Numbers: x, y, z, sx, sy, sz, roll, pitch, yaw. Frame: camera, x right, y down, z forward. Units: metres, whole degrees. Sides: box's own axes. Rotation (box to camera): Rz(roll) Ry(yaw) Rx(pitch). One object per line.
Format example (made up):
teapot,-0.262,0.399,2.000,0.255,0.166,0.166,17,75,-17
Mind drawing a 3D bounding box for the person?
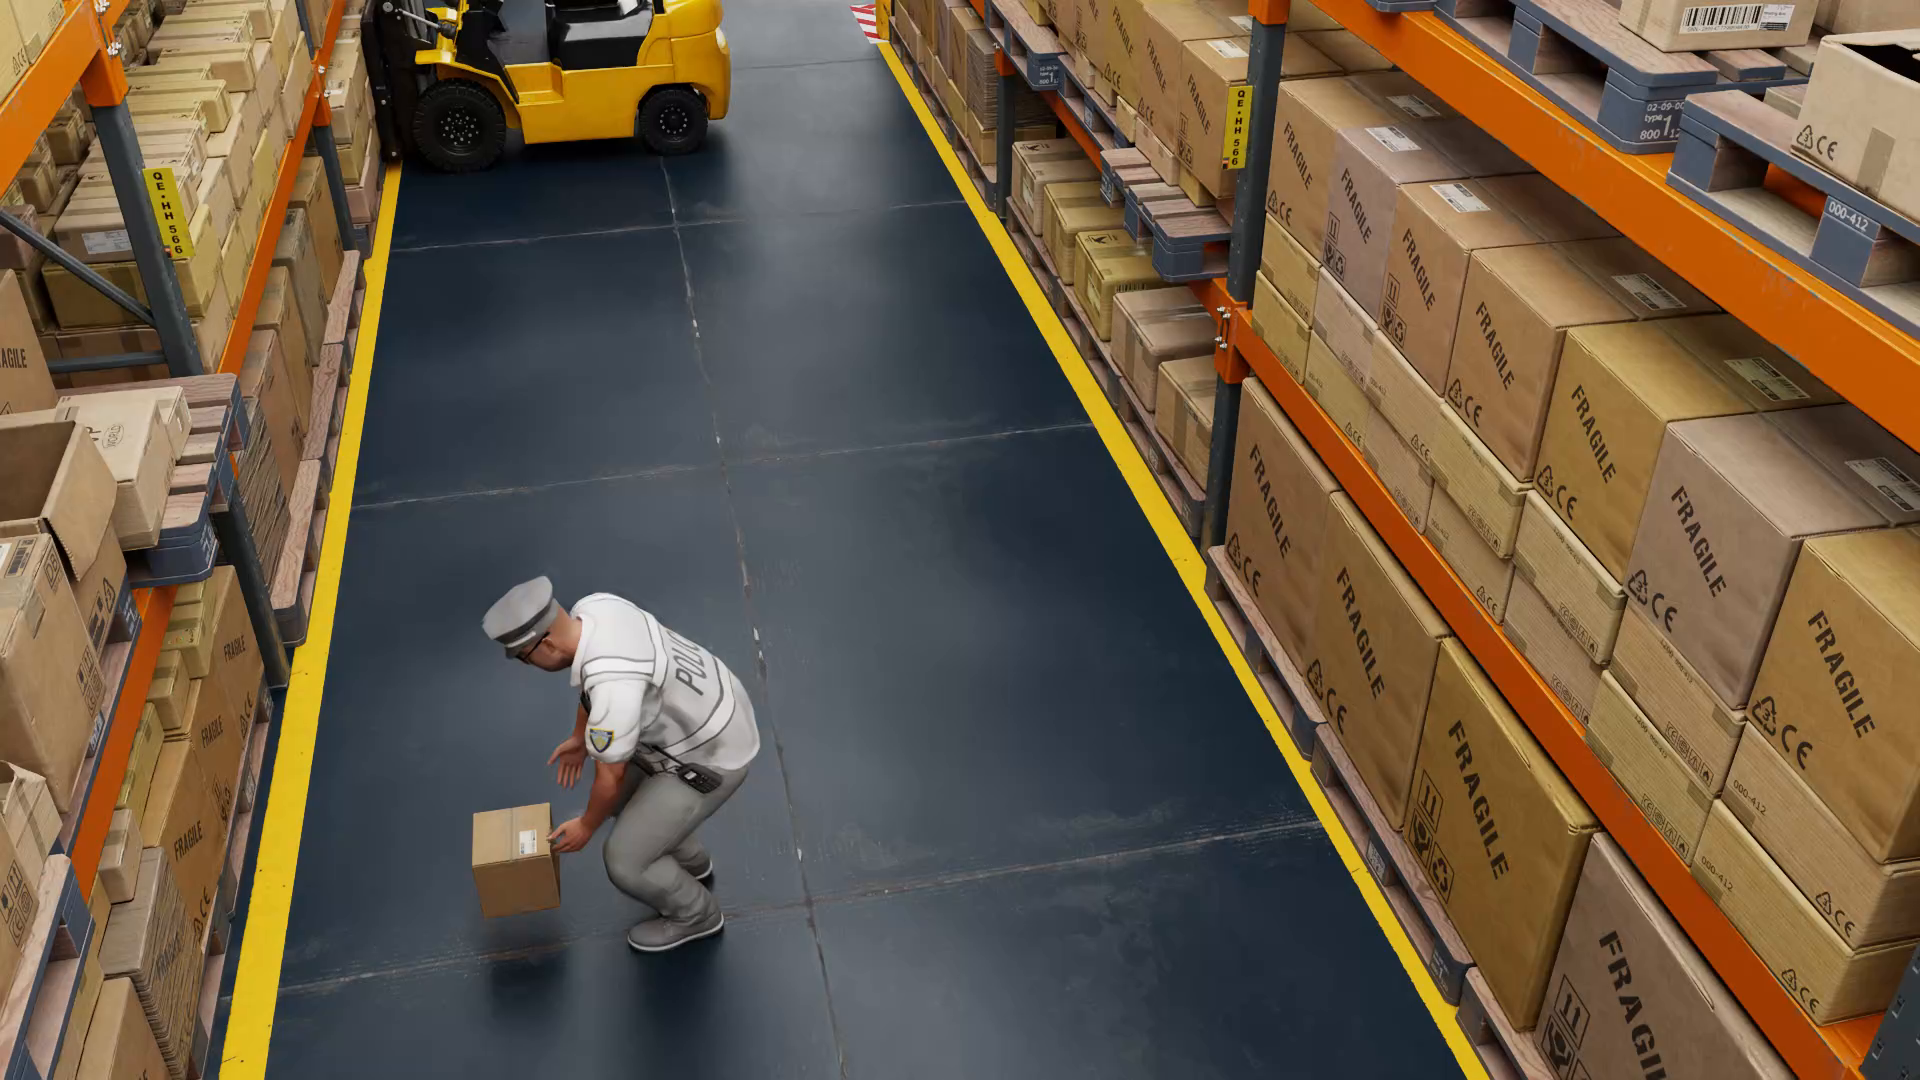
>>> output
person,-1.041,0.712,5.372,0.790,1.440,0.590,-7,35,-10
